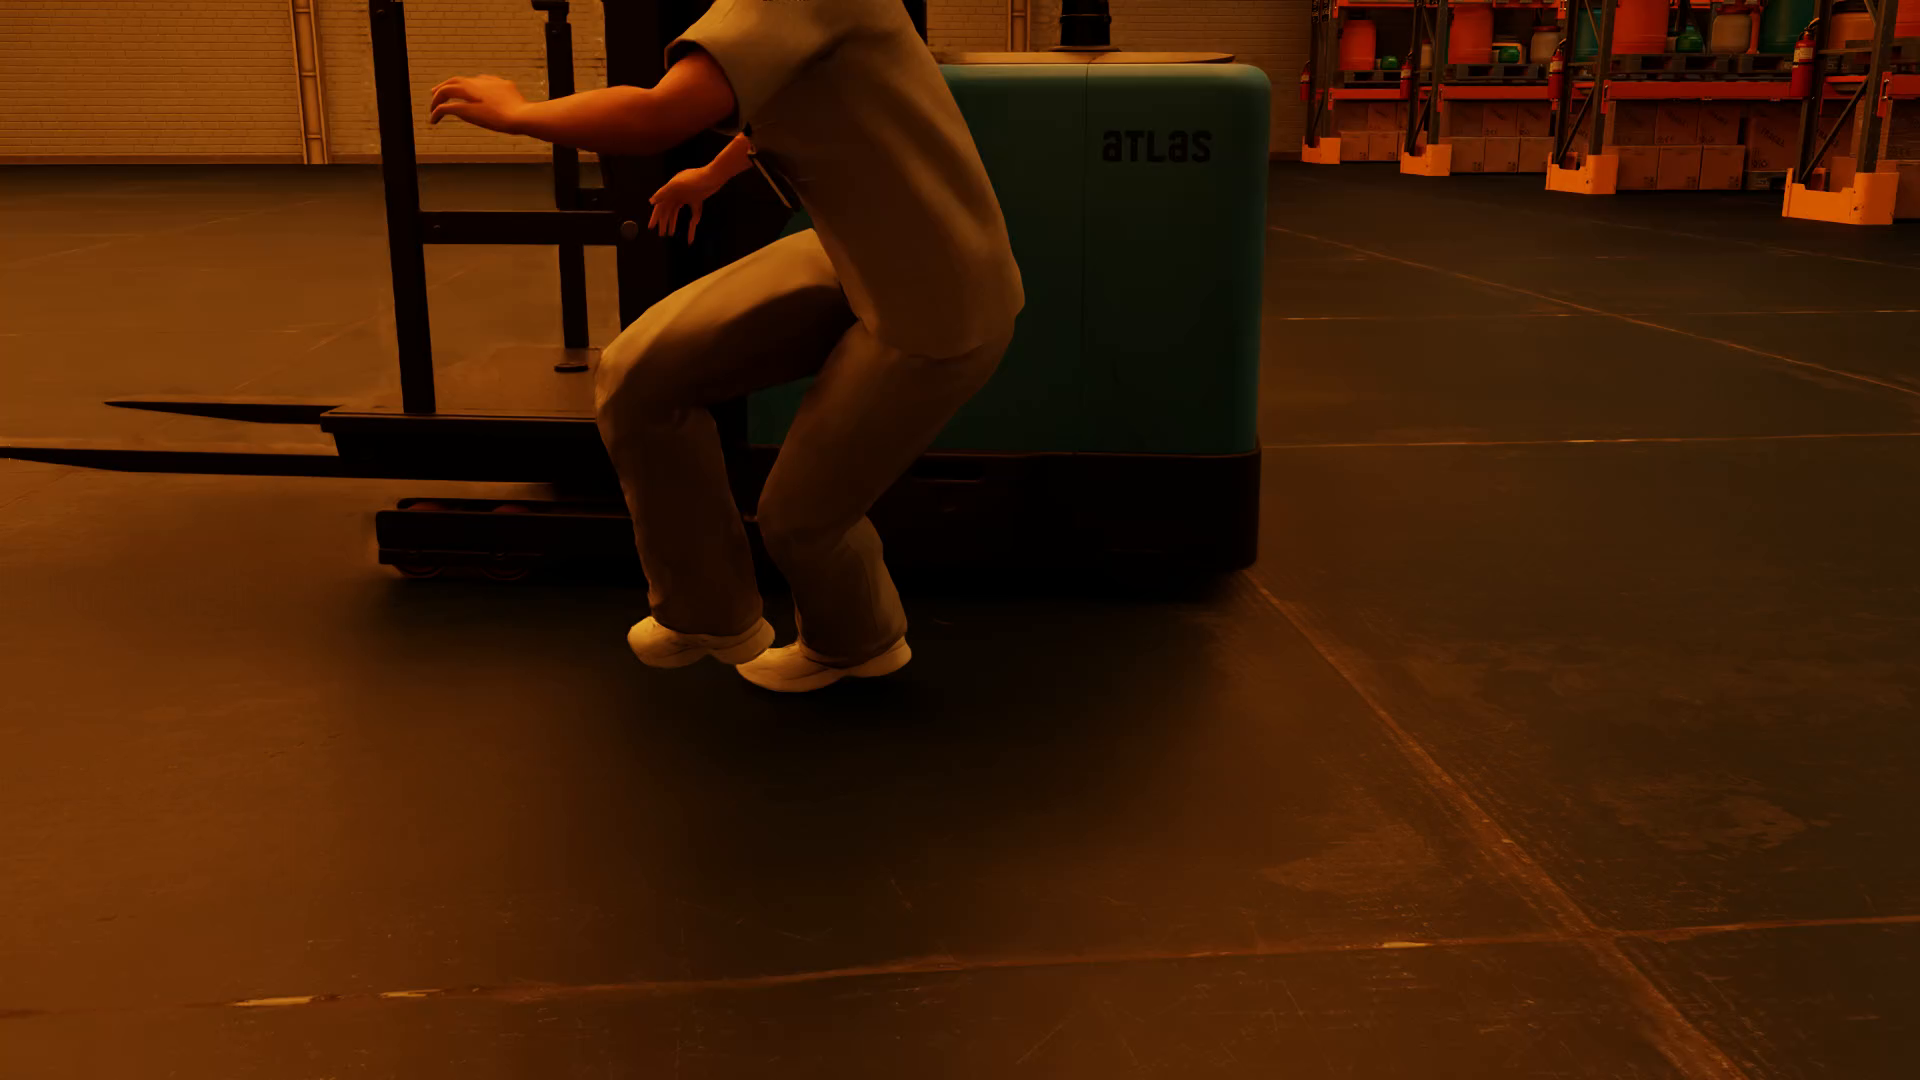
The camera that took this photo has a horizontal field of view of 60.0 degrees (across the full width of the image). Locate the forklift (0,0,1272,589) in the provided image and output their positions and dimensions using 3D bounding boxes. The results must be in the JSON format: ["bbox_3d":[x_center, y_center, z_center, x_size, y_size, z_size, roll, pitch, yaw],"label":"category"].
[{"bbox_3d":[-0.832,-1.458,3.718,3.031,2.935,1.130,2,15,7],"label":"forklift"}]

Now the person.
[{"bbox_3d":[-0.339,-0.349,2.408,0.804,1.437,0.869,-6,16,-21],"label":"person"}]
